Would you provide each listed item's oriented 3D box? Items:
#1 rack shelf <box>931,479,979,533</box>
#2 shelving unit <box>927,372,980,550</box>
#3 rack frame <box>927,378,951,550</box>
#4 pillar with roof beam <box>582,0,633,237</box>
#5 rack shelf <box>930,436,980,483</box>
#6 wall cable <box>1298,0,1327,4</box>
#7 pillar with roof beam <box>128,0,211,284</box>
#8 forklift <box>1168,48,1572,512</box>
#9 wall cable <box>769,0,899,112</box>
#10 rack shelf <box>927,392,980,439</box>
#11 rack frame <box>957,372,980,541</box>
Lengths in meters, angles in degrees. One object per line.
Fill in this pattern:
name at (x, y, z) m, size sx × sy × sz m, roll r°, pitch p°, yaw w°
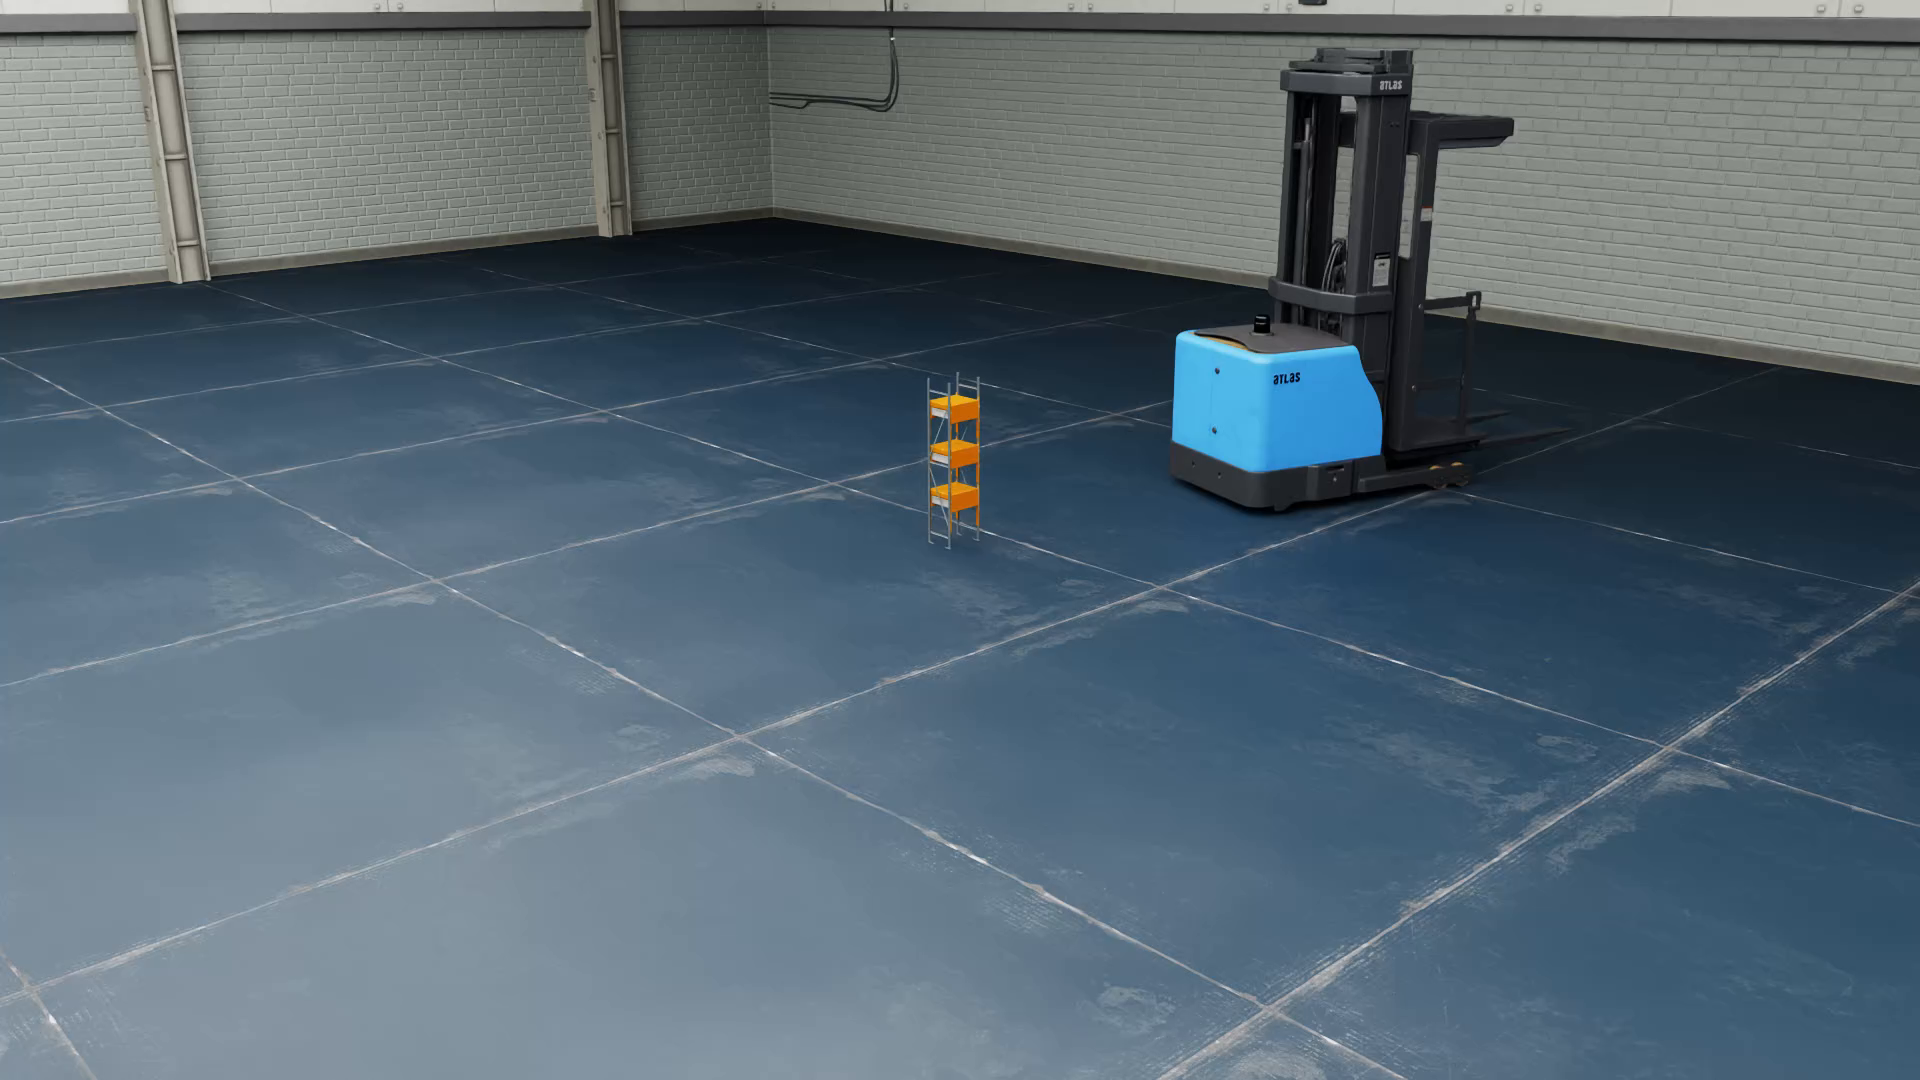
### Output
rack shelf at (-0.039, -0.214, 10.377) m, size 0.240 × 0.259 × 0.215 m, roll -16°, pitch 24°, yaw -41°
shelving unit at (-0.039, -0.488, 10.288) m, size 0.252 × 1.050 × 0.215 m, roll -16°, pitch 24°, yaw -41°
rack frame at (-0.128, -0.462, 10.208) m, size 0.008 × 1.050 × 0.200 m, roll -16°, pitch 24°, yaw -41°
pillar with roof beam at (-2.048, -7.746, 19.786) m, size 0.400 × 9.000 × 9.100 m, roll -16°, pitch 24°, yaw -41°
rack shelf at (-0.039, -0.478, 10.291) m, size 0.240 × 0.259 × 0.215 m, roll -16°, pitch 24°, yaw -41°
wall cable at (4.555, -8.526, 16.677) m, size 0.169 × 6.003 × 2.305 m, roll -16°, pitch 24°, yaw -41°
pillar with roof beam at (-6.407, -6.475, 15.865) m, size 0.400 × 9.000 × 9.100 m, roll -16°, pitch 24°, yaw -41°
forklift at (3.020, -1.880, 11.530) m, size 3.031 × 2.935 × 1.130 m, roll -9°, pitch 20°, yaw -26°
wall cable at (-1.956, -7.562, 24.252) m, size 0.112 × 2.526 × 3.097 m, roll -16°, pitch 24°, yaw -41°
rack shelf at (-0.039, -0.748, 10.204) m, size 0.240 × 0.259 × 0.215 m, roll -16°, pitch 24°, yaw -41°
rack frame at (0.050, -0.514, 10.368) m, size 0.008 × 1.050 × 0.200 m, roll -16°, pitch 24°, yaw -41°
